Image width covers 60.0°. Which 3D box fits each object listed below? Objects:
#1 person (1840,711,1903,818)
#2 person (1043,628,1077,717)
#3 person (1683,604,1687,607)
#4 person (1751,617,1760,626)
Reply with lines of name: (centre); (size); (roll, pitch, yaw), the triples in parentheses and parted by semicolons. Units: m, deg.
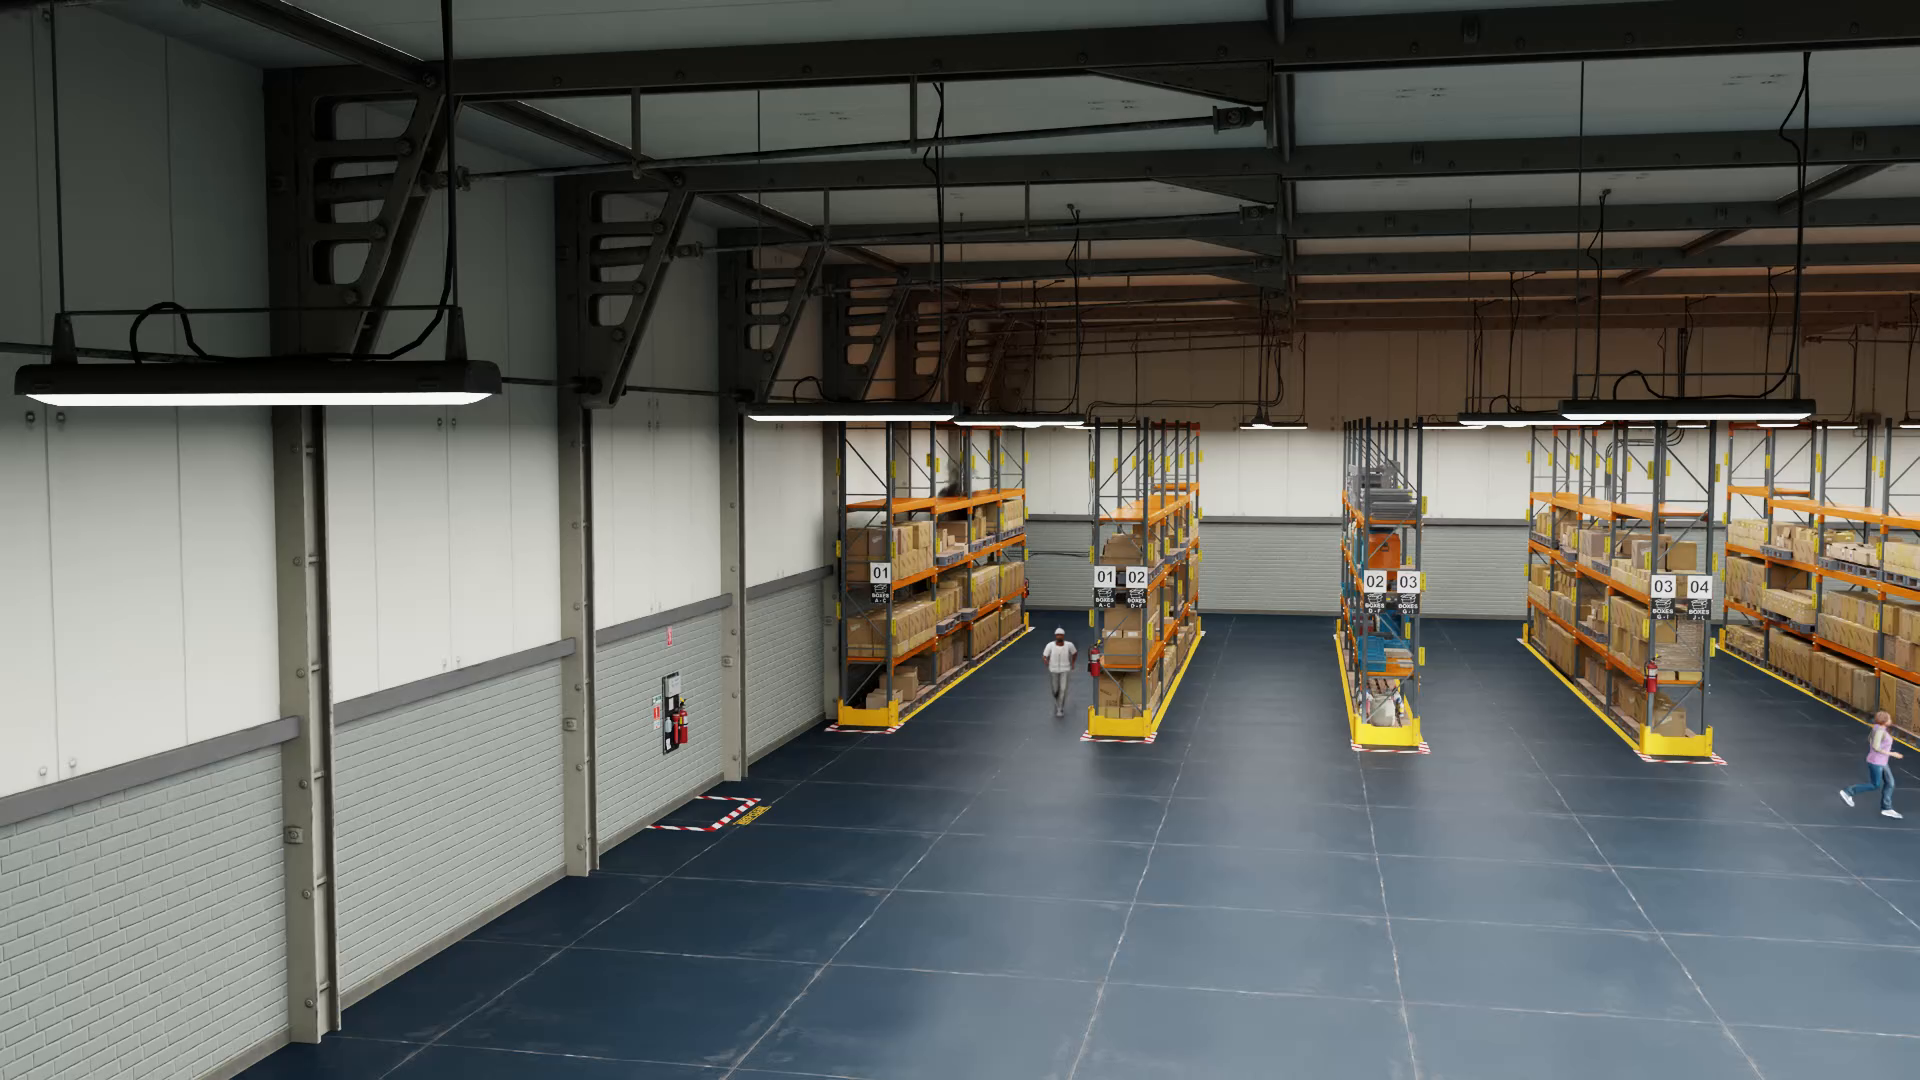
person: (13.617, 3.323, 24.810); (0.822, 1.582, 0.525); (3, 5, 35)
person: (2.022, 2.663, 33.721); (0.702, 1.756, 0.894); (0, 4, 6)
person: (19.060, 2.020, 44.550); (0.684, 1.718, 0.798); (-3, 5, -35)
person: (21.657, 2.004, 45.089); (0.537, 1.613, 0.584); (3, 5, 37)
